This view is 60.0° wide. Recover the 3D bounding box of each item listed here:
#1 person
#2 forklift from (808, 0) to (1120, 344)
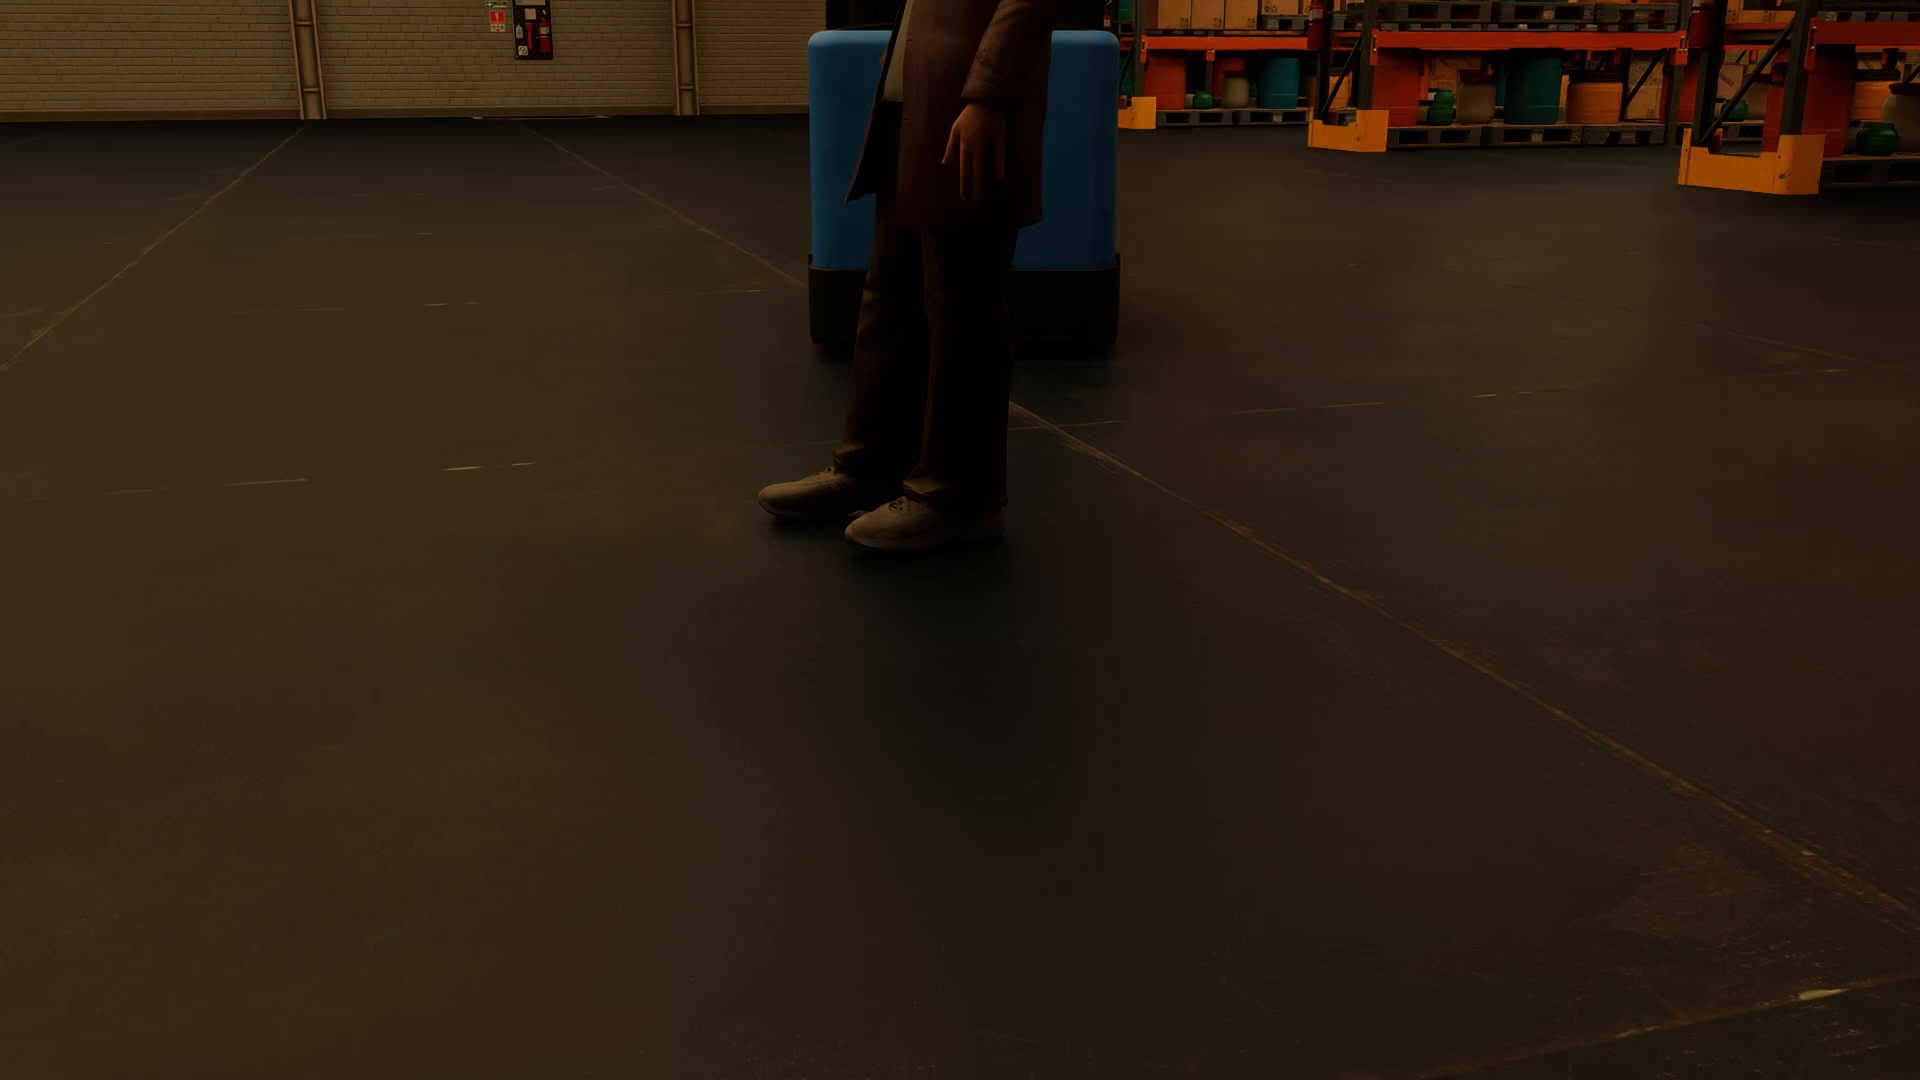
[{"bbox_3d":[-0.088,-0.854,3.292,0.582,1.776,0.696,-5,17,-17],"label":"person"},{"bbox_3d":[0.021,-2.432,6.663,1.130,2.935,3.031,0,16,0],"label":"forklift"}]
